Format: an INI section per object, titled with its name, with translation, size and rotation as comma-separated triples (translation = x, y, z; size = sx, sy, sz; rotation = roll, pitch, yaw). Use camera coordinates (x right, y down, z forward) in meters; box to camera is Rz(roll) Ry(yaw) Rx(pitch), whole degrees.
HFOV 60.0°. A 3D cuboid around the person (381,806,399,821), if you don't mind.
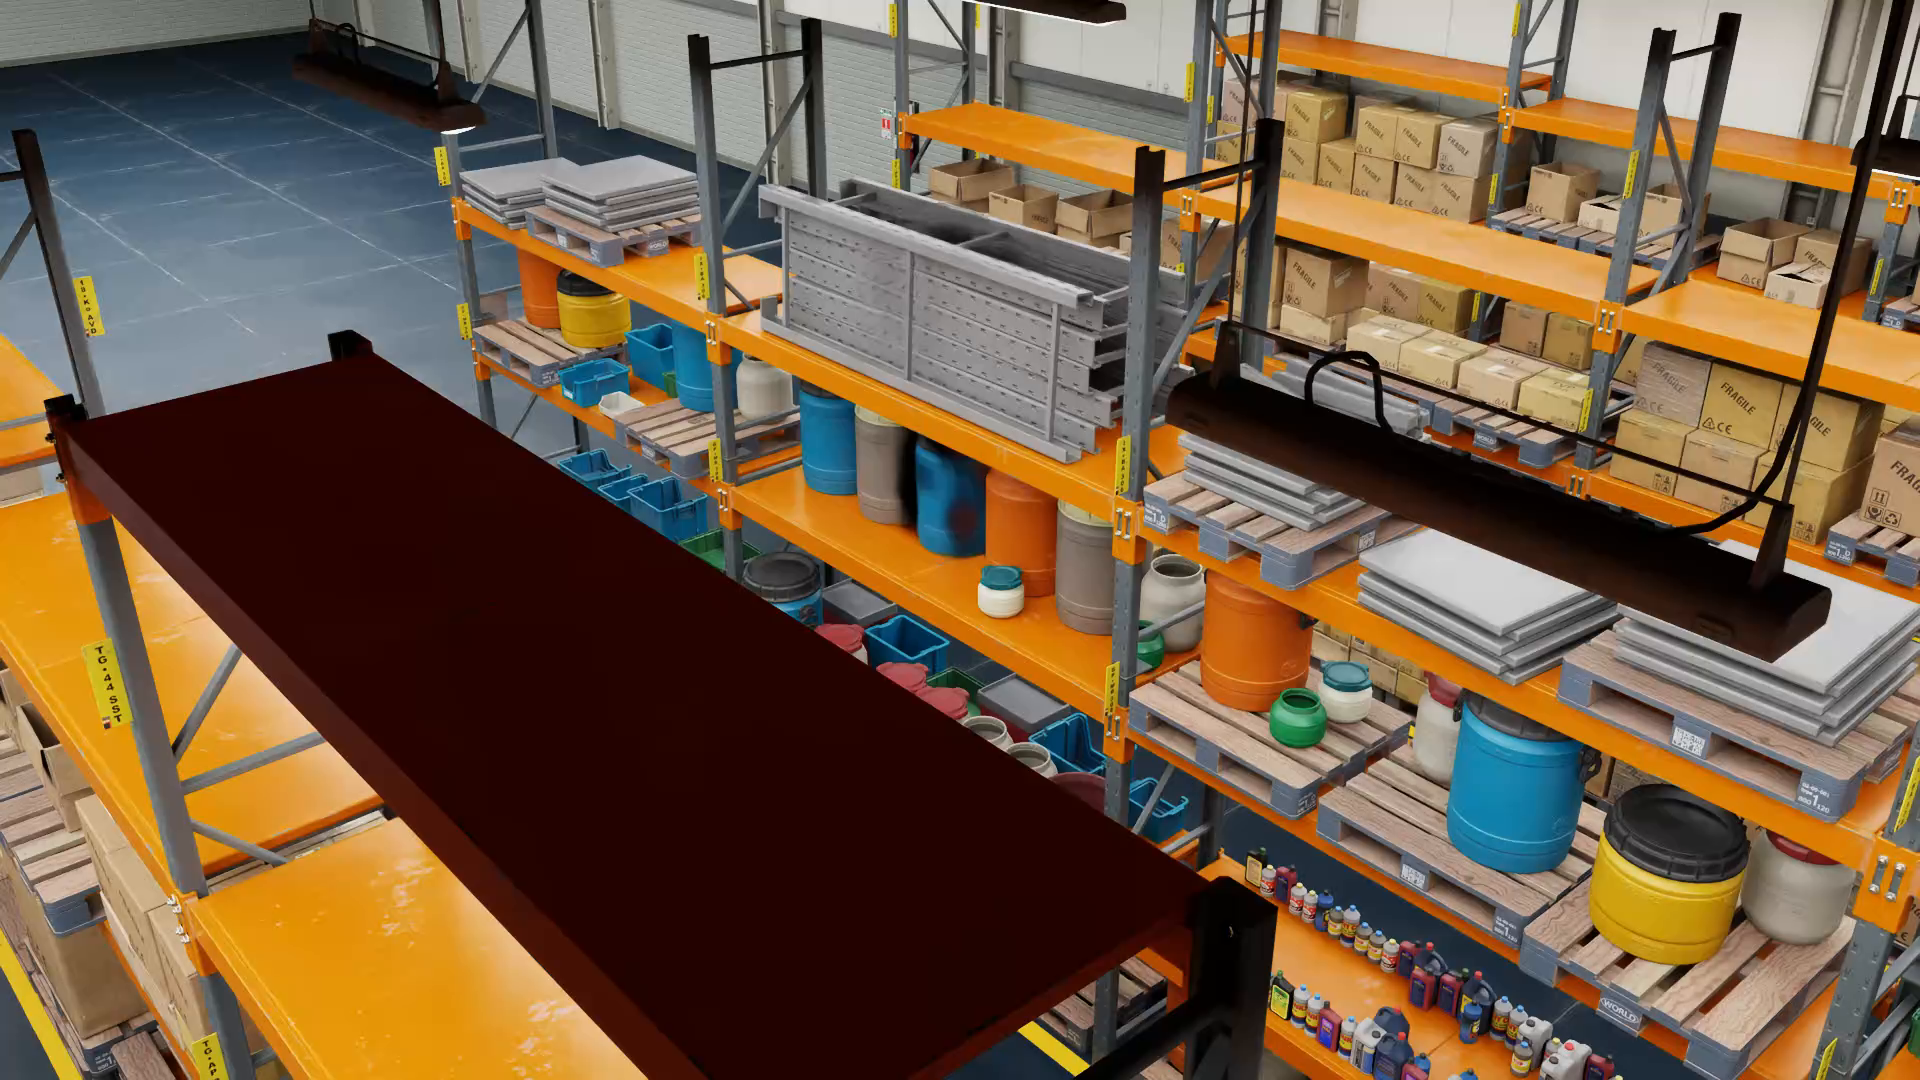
[person]
translation = -4.015, 1.731, 11.902
size = 0.566, 1.611, 0.659
rotation = 4, 27, 7
